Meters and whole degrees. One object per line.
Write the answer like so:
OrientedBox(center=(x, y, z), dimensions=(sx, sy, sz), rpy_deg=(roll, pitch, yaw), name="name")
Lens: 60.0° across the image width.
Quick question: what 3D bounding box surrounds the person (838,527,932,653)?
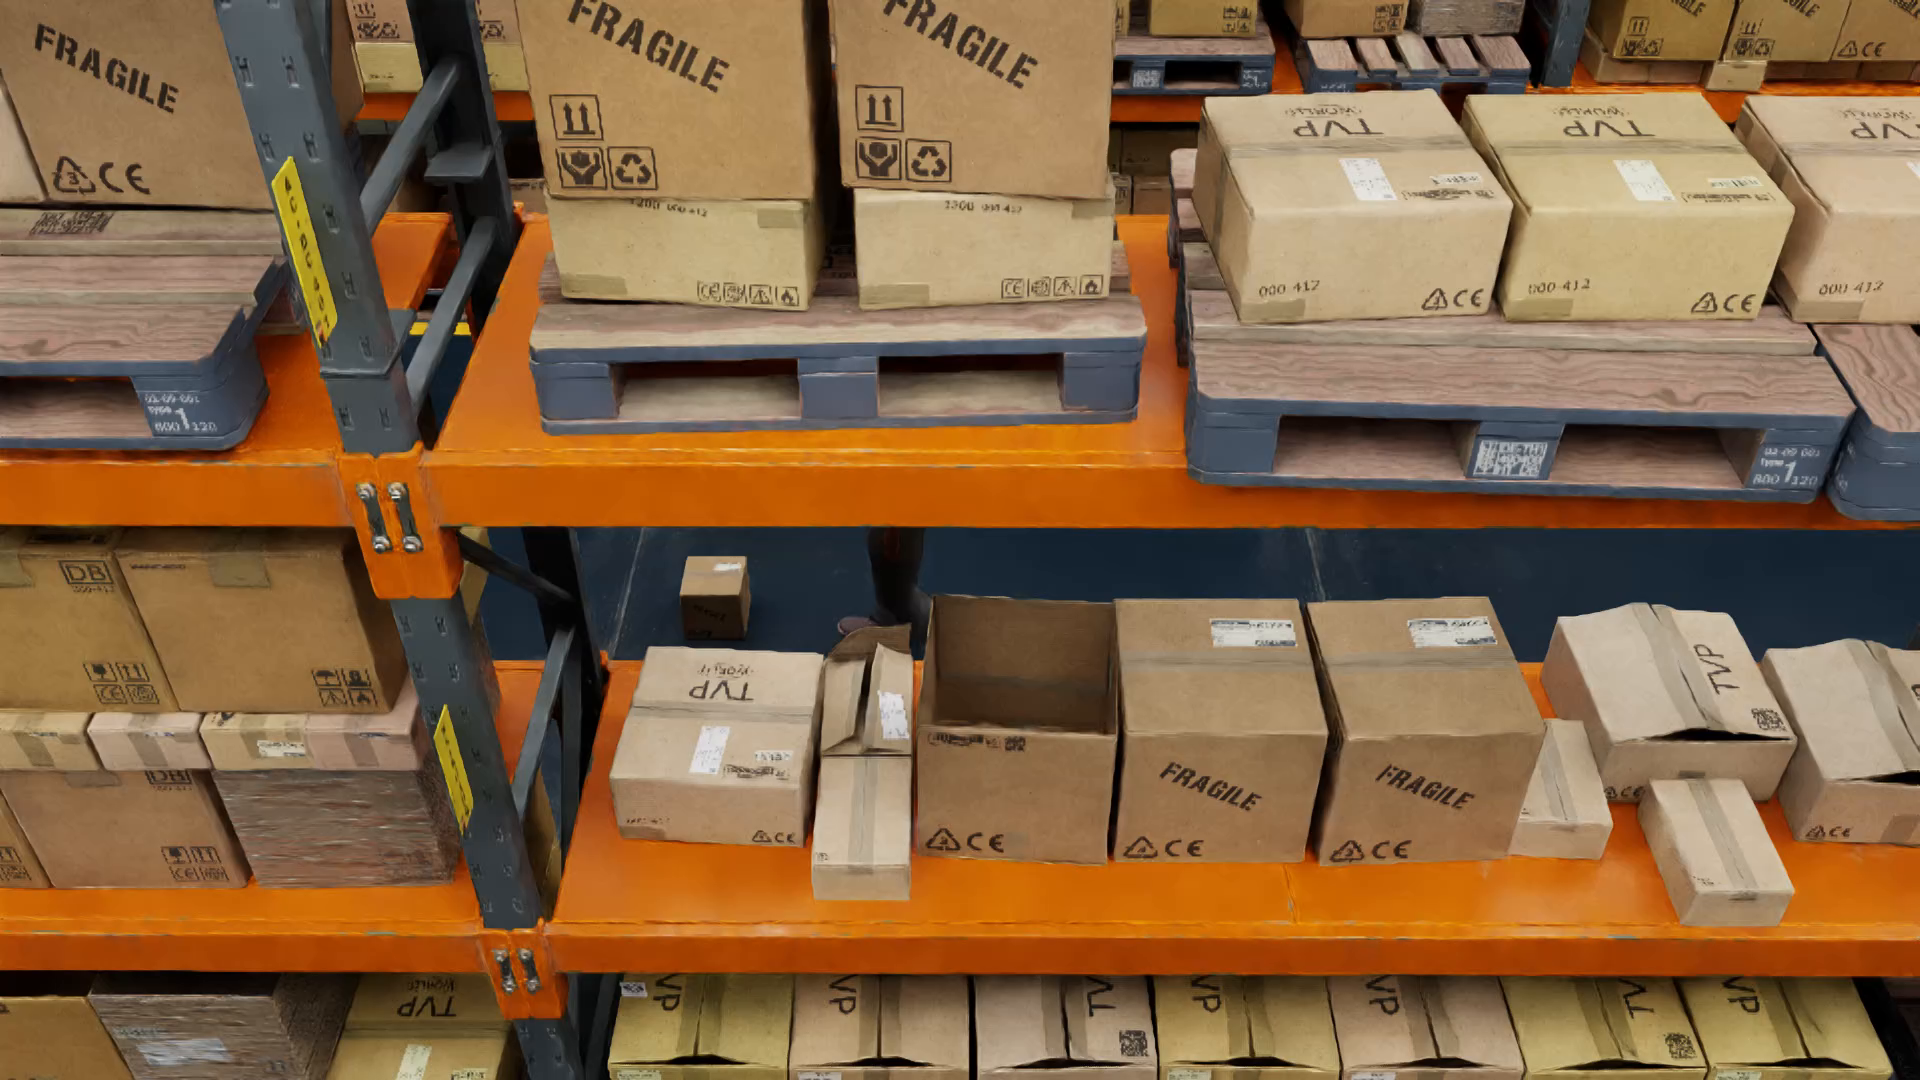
OrientedBox(center=(-0.218, -0.163, 6.339), dimensions=(0.654, 1.656, 0.463), rpy_deg=(11, 41, 13), name="person")
